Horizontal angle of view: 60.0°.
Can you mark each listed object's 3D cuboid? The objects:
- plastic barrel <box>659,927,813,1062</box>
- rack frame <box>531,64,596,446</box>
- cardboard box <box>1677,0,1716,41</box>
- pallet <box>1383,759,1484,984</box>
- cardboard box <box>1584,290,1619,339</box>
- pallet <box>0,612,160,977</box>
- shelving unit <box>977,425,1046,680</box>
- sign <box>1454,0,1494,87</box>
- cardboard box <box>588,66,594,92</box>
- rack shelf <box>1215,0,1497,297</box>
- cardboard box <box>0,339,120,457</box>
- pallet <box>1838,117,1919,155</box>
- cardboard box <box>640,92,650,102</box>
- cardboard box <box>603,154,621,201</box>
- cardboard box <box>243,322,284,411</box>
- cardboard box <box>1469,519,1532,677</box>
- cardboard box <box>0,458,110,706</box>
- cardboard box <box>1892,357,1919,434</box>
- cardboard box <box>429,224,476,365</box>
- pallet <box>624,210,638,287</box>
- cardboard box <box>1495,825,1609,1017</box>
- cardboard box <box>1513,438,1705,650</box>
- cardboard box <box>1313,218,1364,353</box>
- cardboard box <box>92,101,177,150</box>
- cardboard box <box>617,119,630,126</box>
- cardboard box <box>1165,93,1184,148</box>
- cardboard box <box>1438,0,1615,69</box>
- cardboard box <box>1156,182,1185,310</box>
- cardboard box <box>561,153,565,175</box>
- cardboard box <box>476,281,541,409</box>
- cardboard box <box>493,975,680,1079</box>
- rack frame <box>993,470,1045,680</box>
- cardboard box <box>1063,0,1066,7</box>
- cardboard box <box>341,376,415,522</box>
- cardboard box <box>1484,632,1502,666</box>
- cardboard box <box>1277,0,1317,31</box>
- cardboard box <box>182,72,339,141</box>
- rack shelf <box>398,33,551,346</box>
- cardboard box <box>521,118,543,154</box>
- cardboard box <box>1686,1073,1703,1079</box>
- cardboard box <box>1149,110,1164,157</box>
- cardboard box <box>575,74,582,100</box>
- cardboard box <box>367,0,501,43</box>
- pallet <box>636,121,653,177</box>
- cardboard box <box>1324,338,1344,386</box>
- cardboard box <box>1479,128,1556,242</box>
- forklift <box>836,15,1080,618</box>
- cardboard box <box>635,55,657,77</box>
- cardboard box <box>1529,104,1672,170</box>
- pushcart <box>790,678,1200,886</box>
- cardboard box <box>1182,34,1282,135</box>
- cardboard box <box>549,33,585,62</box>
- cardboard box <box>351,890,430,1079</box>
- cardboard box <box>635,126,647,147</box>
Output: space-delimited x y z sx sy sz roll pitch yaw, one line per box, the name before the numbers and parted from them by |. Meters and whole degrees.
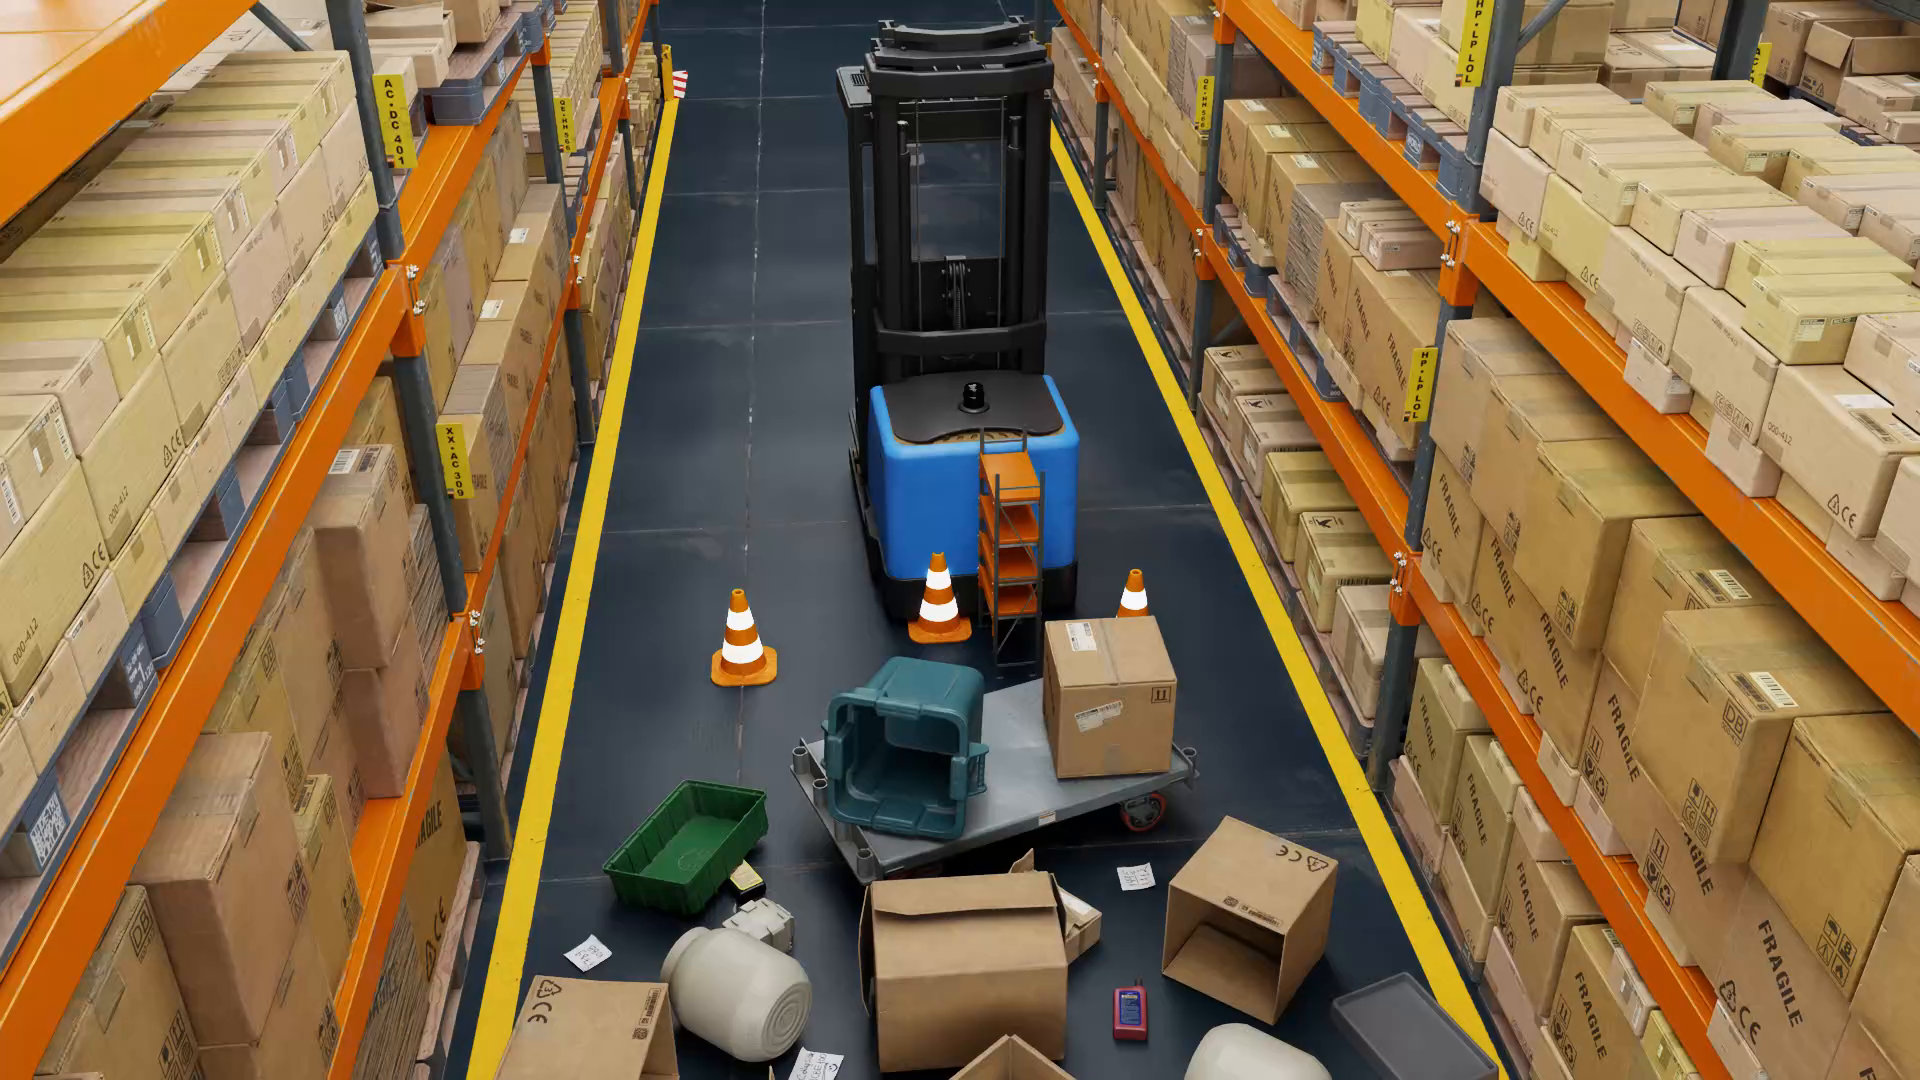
plastic barrel | -0.866 1.742 6.421 0.512 0.421 0.421 20 36 29
rack frame | -2.873 -1.912 10.026 1.000 3.000 0.127 -3 31 -5
cardboard box | 6.437 -4.448 13.765 0.700 0.500 0.500 -2 31 -3
pallet | 2.518 1.380 7.234 1.003 0.211 1.213 -3 31 -5
cardboard box | 2.291 -0.780 5.451 0.380 0.149 0.250 -2 31 -3
pallet | -2.205 0.544 3.075 1.003 0.211 1.213 -3 31 -5
shelving unit | 0.254 0.069 8.464 0.258 1.200 0.503 -4 31 -7
sign | 1.868 -1.809 6.040 0.100 0.325 0.005 -3 31 -5
cardboard box | -2.943 -3.445 12.429 0.380 0.149 0.250 -4 31 -7
rack shelf | 2.233 -2.159 8.215 1.077 0.370 4.000 -3 31 -5
cardboard box | -1.934 -0.278 3.325 0.380 0.149 0.250 -3 31 -5
pallet | 6.855 -2.701 11.534 1.213 0.211 1.003 -3 31 -5
cardboard box | -3.170 -4.164 15.877 0.380 0.149 0.250 -1 31 -2
cardboard box | -2.890 -2.752 12.729 0.500 0.250 0.500 -1 31 -2
cardboard box | -2.026 -0.452 4.394 0.380 0.149 0.250 -3 31 -5
cardboard box | 2.254 0.164 6.163 0.500 0.500 0.500 -3 31 -5
cardboard box | -1.963 0.080 3.114 0.500 0.250 0.500 -3 31 -5
cardboard box | 2.452 -0.317 3.898 0.380 0.149 0.250 -3 31 -5
cardboard box | -2.648 -1.116 7.620 0.700 0.500 0.500 -3 31 -4
pallet | -3.172 -2.360 13.495 1.003 0.211 1.213 -3 31 -5
cardboard box | 2.315 1.371 6.069 0.500 0.500 0.500 -1 31 -2
cardboard box | 2.291 -0.004 5.469 0.700 0.500 0.500 -3 31 -6
cardboard box | 2.059 -1.251 8.122 0.500 0.500 0.500 -2 31 -3
cardboard box | -2.732 -1.181 5.226 0.500 0.250 0.500 -3 31 -4
cardboard box | -3.112 -3.622 14.679 0.380 0.149 0.250 -3 31 -5
cardboard box | 1.697 -2.848 11.251 0.500 0.250 0.500 -4 31 -6
cardboard box | 2.239 -2.067 6.609 0.500 0.250 0.500 -2 31 -3
cardboard box | 1.985 -2.281 12.306 0.875 0.875 0.875 -2 31 -4
cardboard box | -2.738 -2.360 10.611 0.380 0.149 0.250 -1 31 -2
cardboard box | -2.419 -0.966 8.345 0.500 0.500 0.500 -2 31 -4
cardboard box | -1.332 1.946 6.003 0.500 0.500 0.500 2 31 4
rack frame | 0.288 0.193 8.257 0.240 1.200 0.015 -4 31 -7
cardboard box | 1.226 -5.297 15.595 0.500 0.500 0.500 -2 31 -3
cardboard box | -2.499 -0.208 5.973 0.875 0.550 0.550 -3 31 -5
cardboard box | 2.261 0.386 6.423 0.380 0.149 0.250 -3 31 -5
cardboard box | 2.125 -3.047 8.904 0.700 0.500 0.500 -3 31 -5
cardboard box | -2.124 -1.315 5.061 0.380 0.149 0.250 -3 31 -5
rack shelf | -2.686 -1.870 7.732 1.077 0.370 4.000 -3 31 -5
cardboard box | -2.723 -2.487 10.244 0.380 0.149 0.250 -3 31 -5
cardboard box | 2.358 1.703 4.882 0.380 0.149 0.250 -2 31 -3
cardboard box | 1.646 -2.900 11.826 0.500 0.250 0.500 -3 31 -5
cardboard box | -2.869 -3.164 11.667 0.380 0.149 0.250 -2 31 -3
cardboard box | -2.431 -2.592 7.634 0.500 0.500 0.500 -3 31 -5
pallet | -3.461 -3.723 15.776 1.003 0.211 1.213 -3 31 -5
cardboard box | 2.003 -0.876 8.126 0.380 0.149 0.250 -3 31 -4
cardboard box | 2.189 -1.272 5.885 0.500 0.250 0.500 -3 31 -6
forklift | -0.094 -1.577 9.532 1.130 2.935 3.031 -4 31 -7
cardboard box | -3.201 -4.693 16.472 0.380 0.149 0.250 -3 31 -6
cardboard box | 2.178 -1.373 5.666 0.380 0.149 0.250 -2 31 -3
pushcart | 0.155 1.102 7.537 1.648 0.377 0.936 -14 33 -22
cardboard box | 1.738 -2.924 10.648 0.500 0.500 0.500 -4 31 -6
cardboard box | -2.922 -3.558 12.036 0.380 0.149 0.250 -4 31 -6
cardboard box | -2.422 1.647 5.731 0.875 0.875 0.875 -3 31 -4
cardboard box | -3.122 -3.772 15.511 0.380 0.149 0.250 -4 31 -6
